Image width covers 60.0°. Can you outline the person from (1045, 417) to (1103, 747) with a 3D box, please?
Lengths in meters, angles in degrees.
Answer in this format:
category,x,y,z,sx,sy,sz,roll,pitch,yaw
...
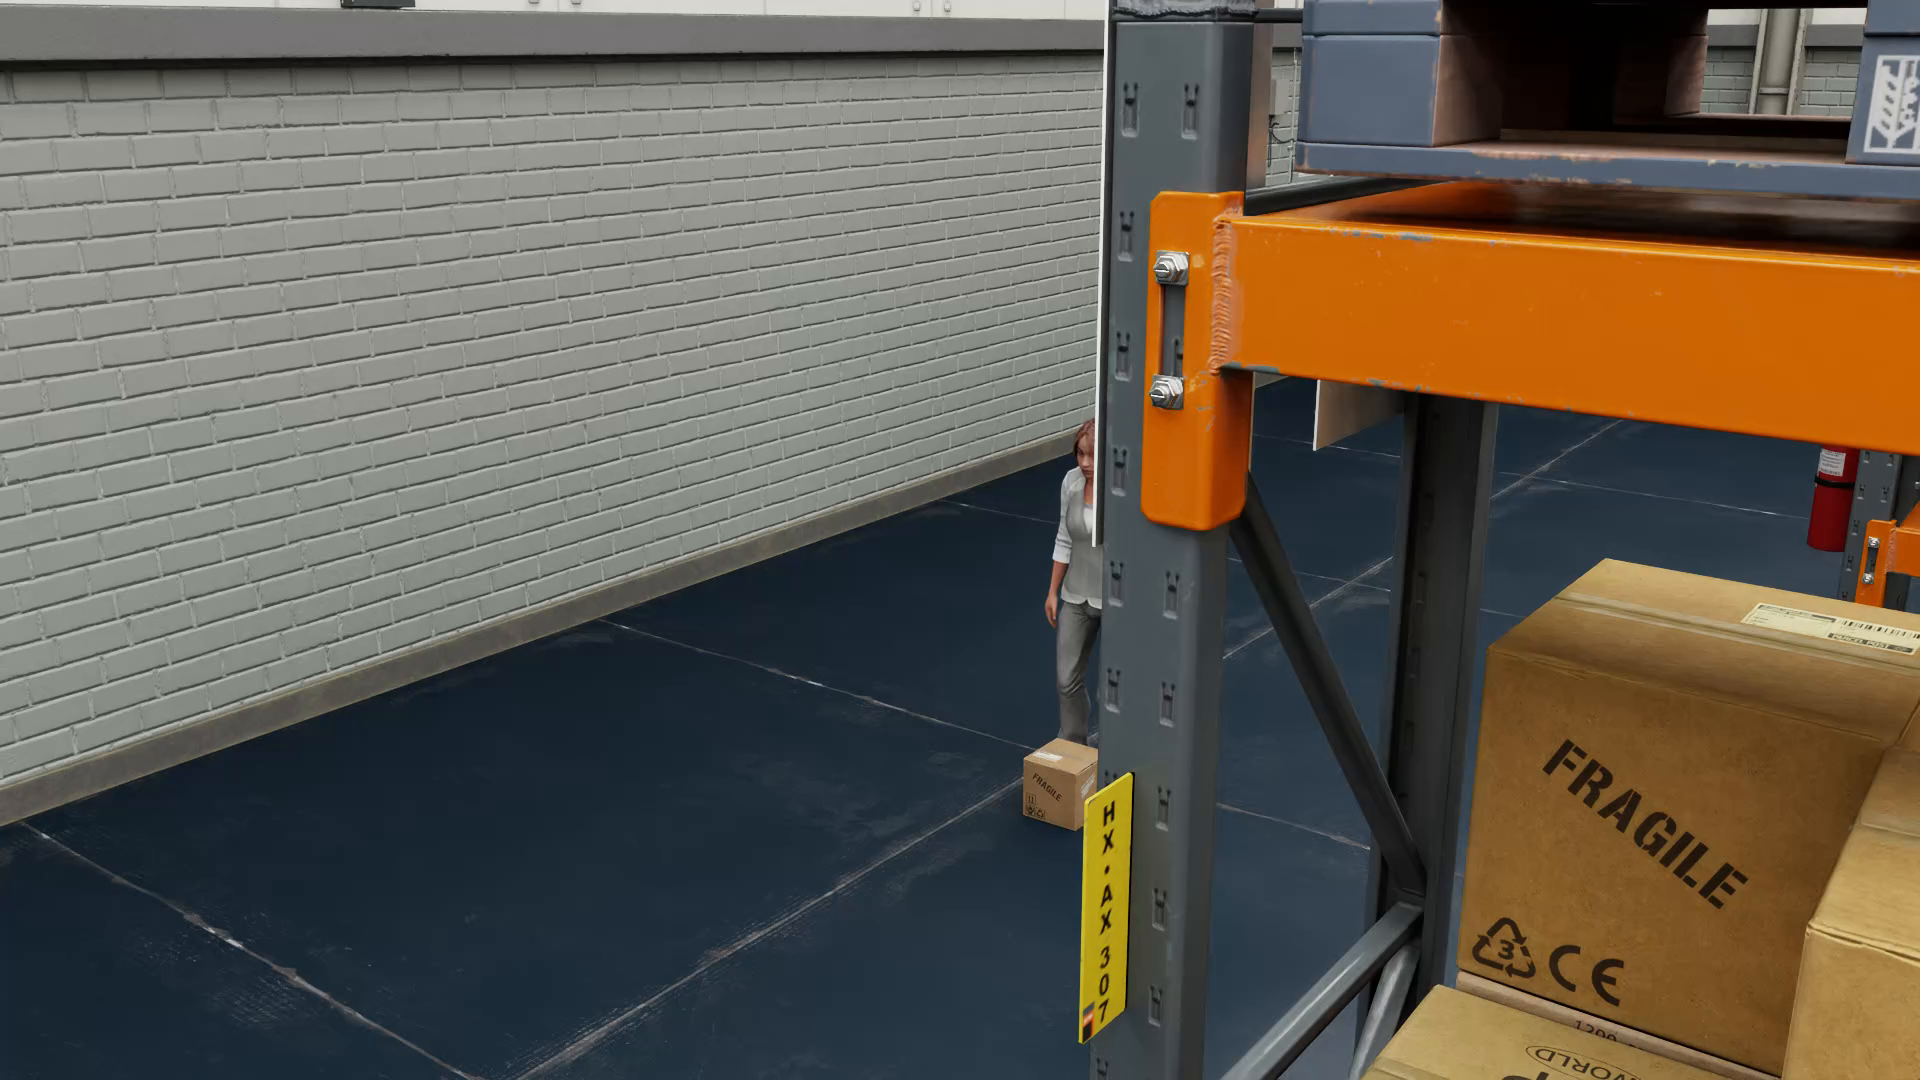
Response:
category,x,y,z,sx,sy,sz,roll,pitch,yaw
person,0.552,0.277,6.643,0.461,1.593,0.364,12,21,35
